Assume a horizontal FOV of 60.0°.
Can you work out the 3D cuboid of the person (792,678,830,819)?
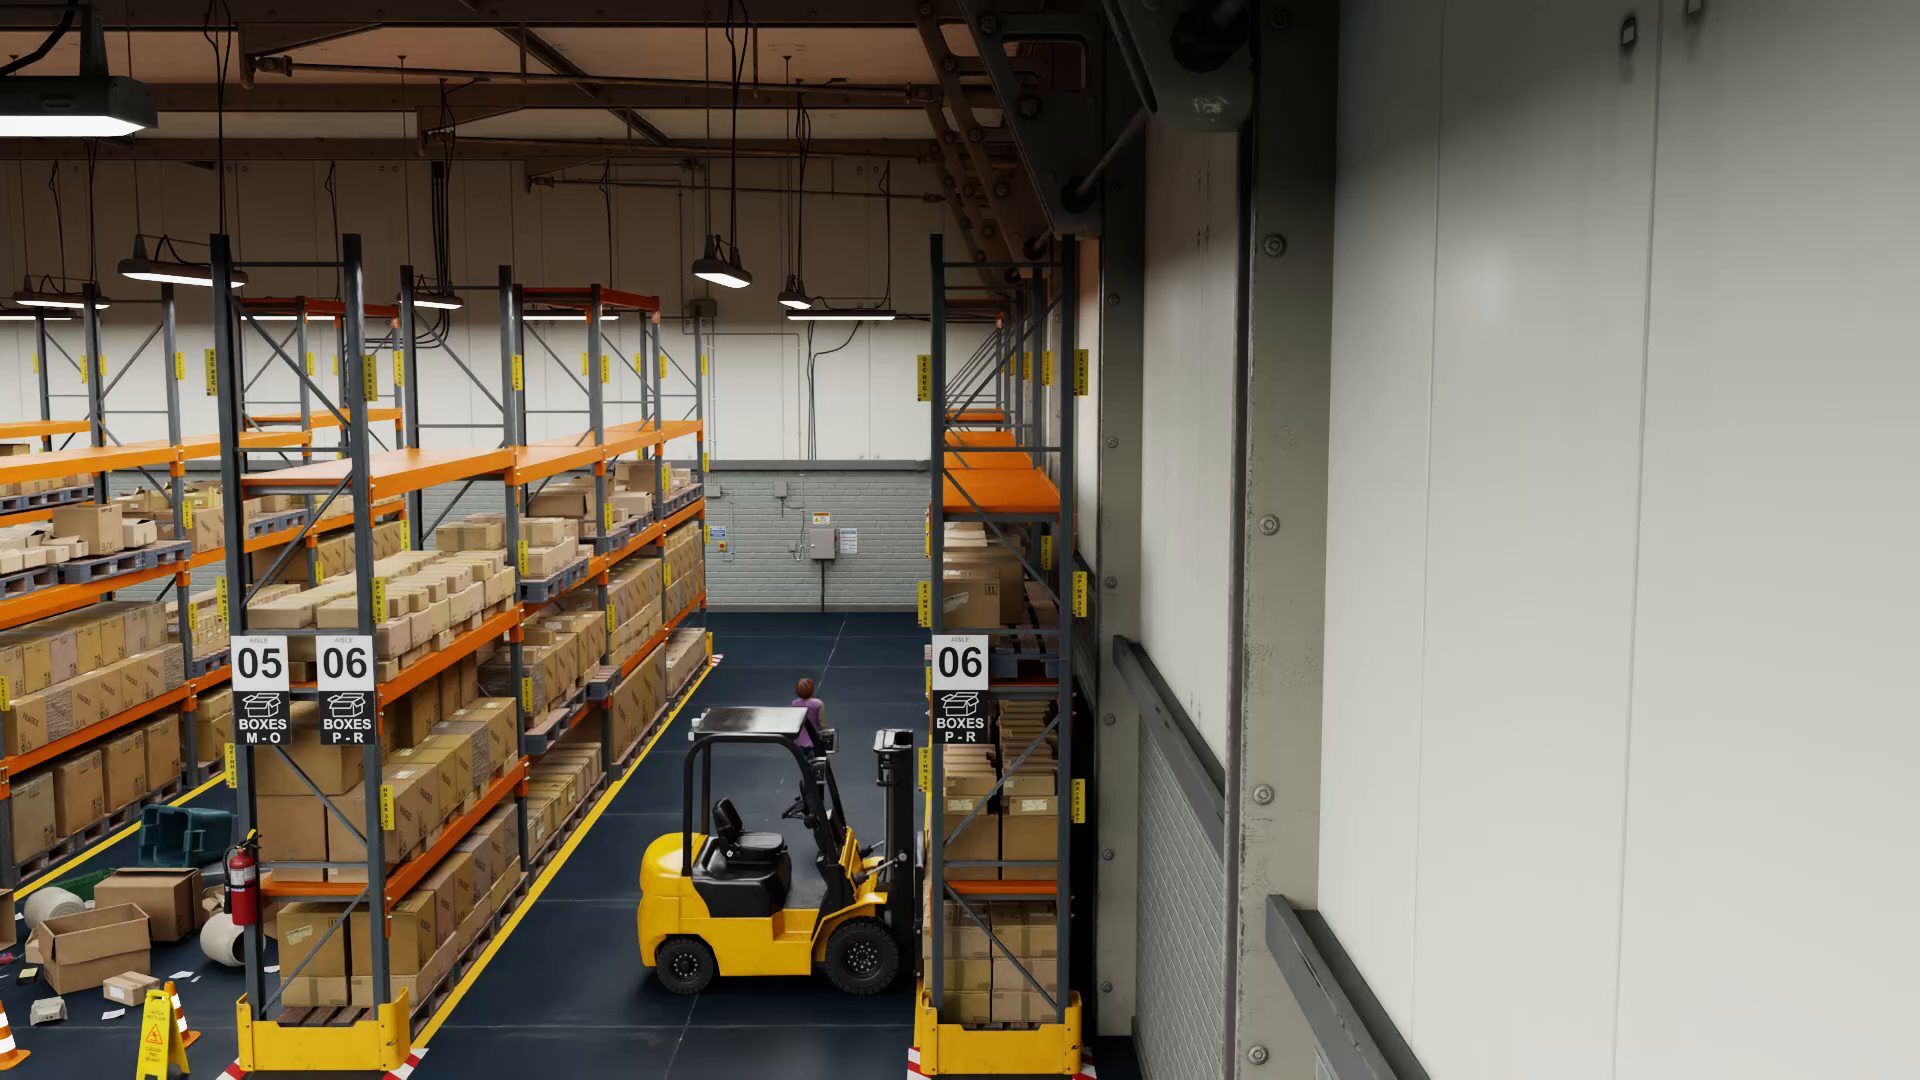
[{"bbox_3d":[-1.629,2.235,18.037,0.401,1.556,0.841,-1,6,-11],"label":"person"}]
